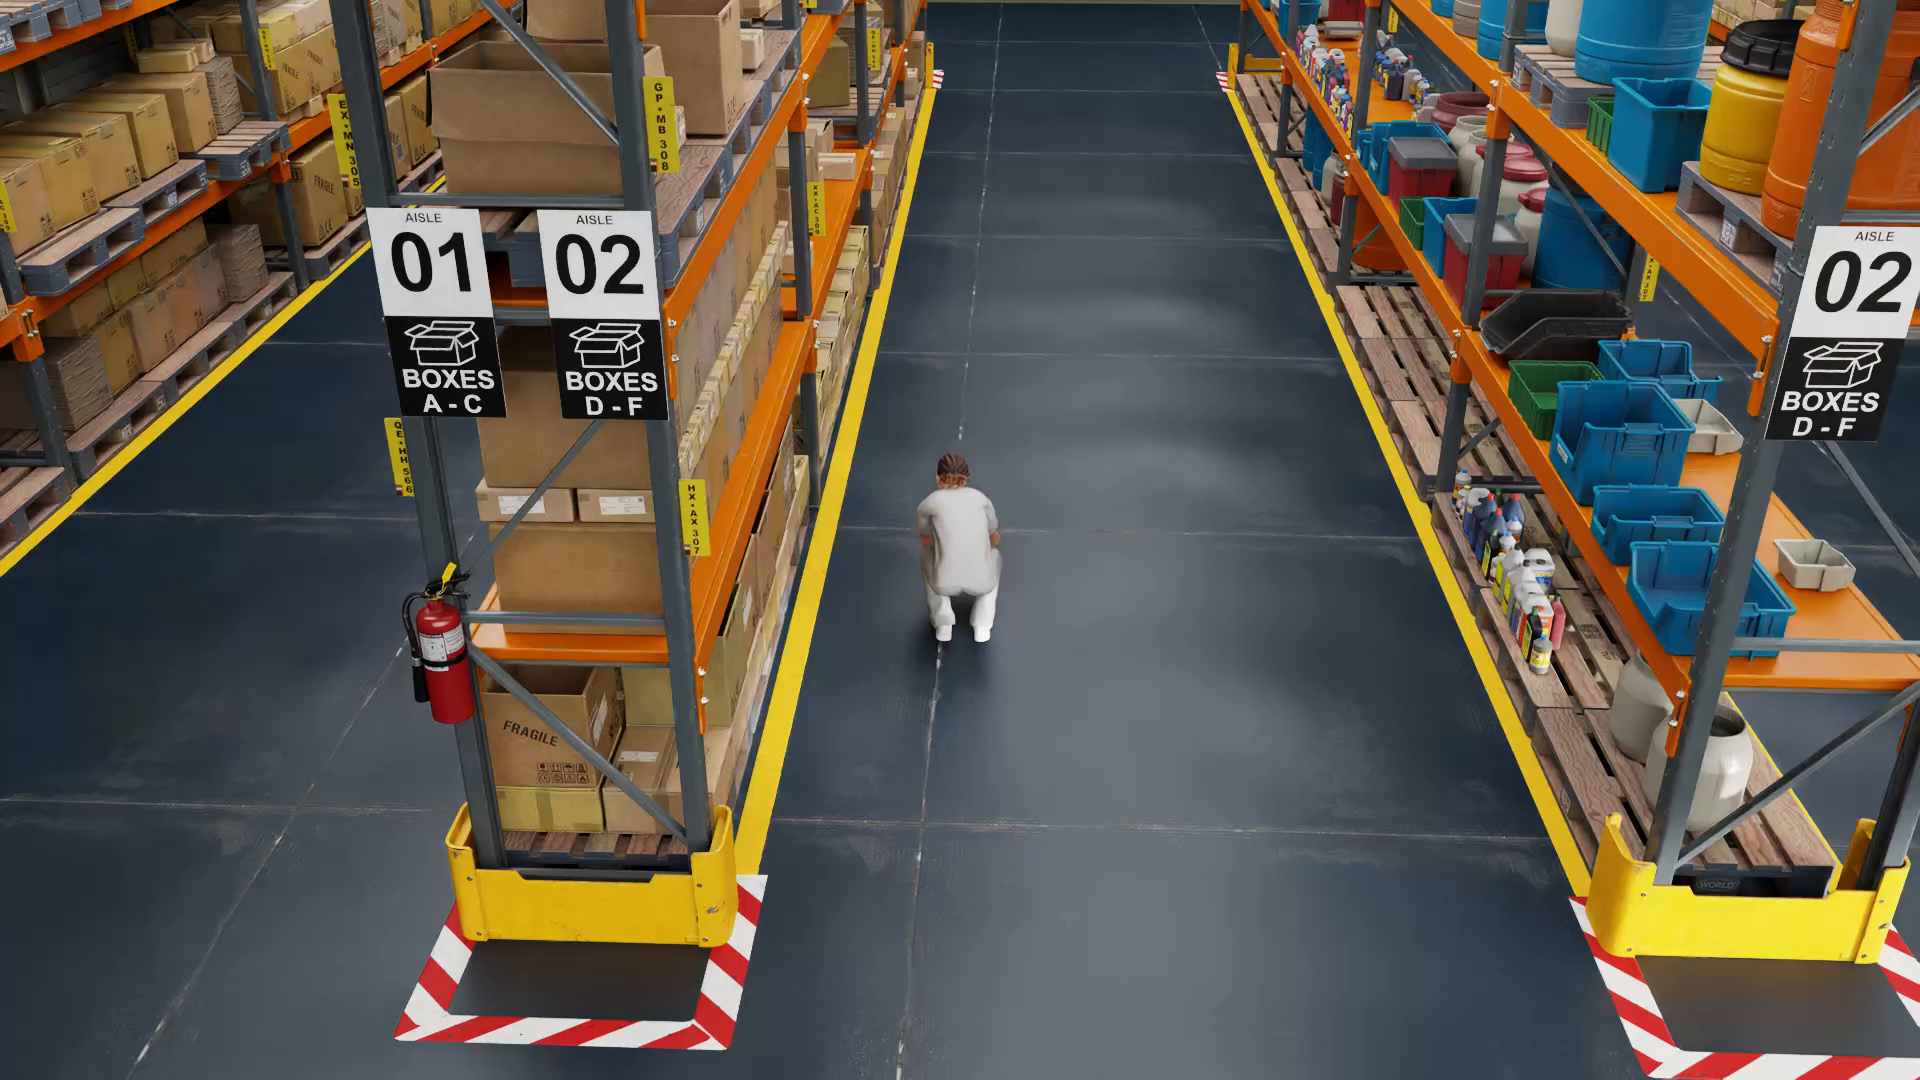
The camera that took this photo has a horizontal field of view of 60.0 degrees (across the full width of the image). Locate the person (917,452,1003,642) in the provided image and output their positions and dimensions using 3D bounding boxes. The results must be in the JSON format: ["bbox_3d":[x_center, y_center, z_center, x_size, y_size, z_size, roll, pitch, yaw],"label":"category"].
[{"bbox_3d":[-0.003,0.035,9.354,0.490,0.931,0.810,0,28,1],"label":"person"}]
